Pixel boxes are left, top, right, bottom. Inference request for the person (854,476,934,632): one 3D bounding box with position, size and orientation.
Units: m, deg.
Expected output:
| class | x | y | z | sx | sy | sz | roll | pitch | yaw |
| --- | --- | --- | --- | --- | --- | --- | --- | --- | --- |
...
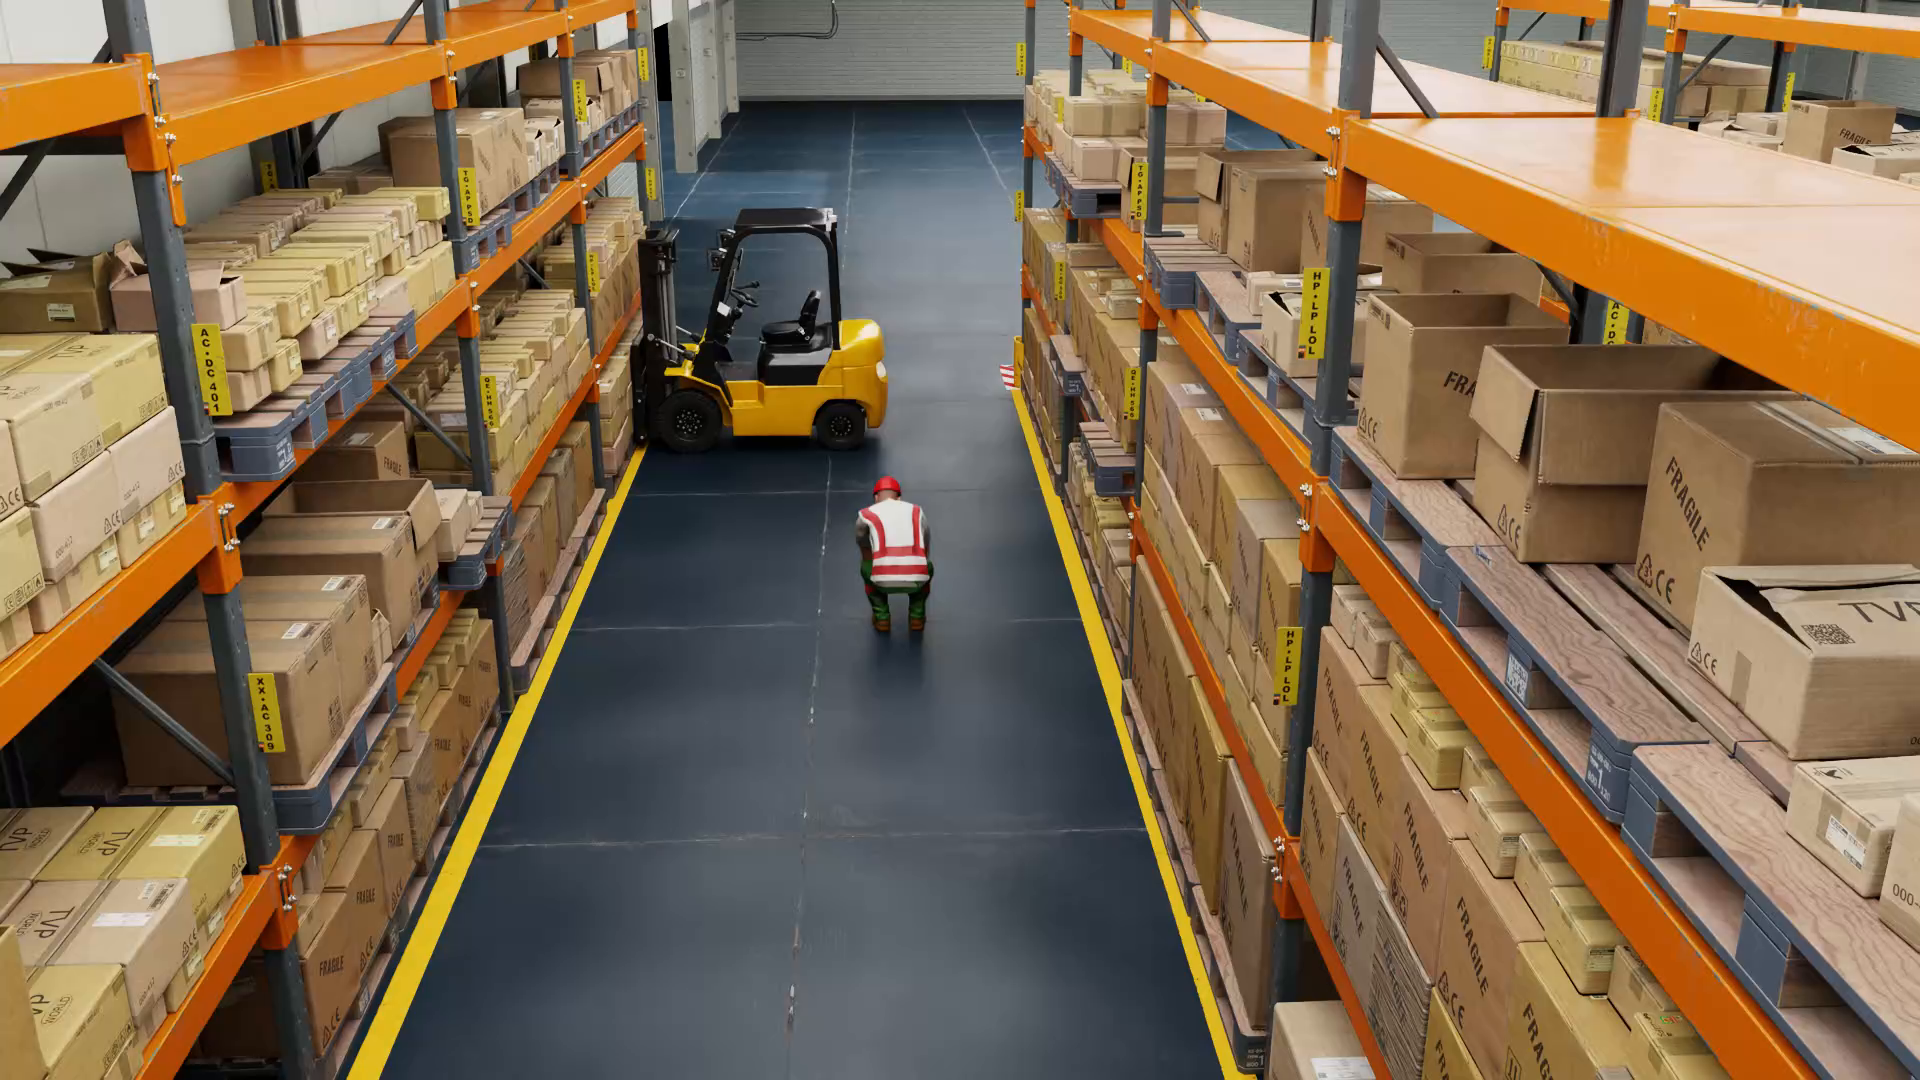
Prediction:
| class | x | y | z | sx | sy | sz | roll | pitch | yaw |
| --- | --- | --- | --- | --- | --- | --- | --- | --- | --- |
| person | -0.470 | 0.098 | 11.944 | 0.570 | 0.990 | 0.884 | -1 | 20 | -3 |
